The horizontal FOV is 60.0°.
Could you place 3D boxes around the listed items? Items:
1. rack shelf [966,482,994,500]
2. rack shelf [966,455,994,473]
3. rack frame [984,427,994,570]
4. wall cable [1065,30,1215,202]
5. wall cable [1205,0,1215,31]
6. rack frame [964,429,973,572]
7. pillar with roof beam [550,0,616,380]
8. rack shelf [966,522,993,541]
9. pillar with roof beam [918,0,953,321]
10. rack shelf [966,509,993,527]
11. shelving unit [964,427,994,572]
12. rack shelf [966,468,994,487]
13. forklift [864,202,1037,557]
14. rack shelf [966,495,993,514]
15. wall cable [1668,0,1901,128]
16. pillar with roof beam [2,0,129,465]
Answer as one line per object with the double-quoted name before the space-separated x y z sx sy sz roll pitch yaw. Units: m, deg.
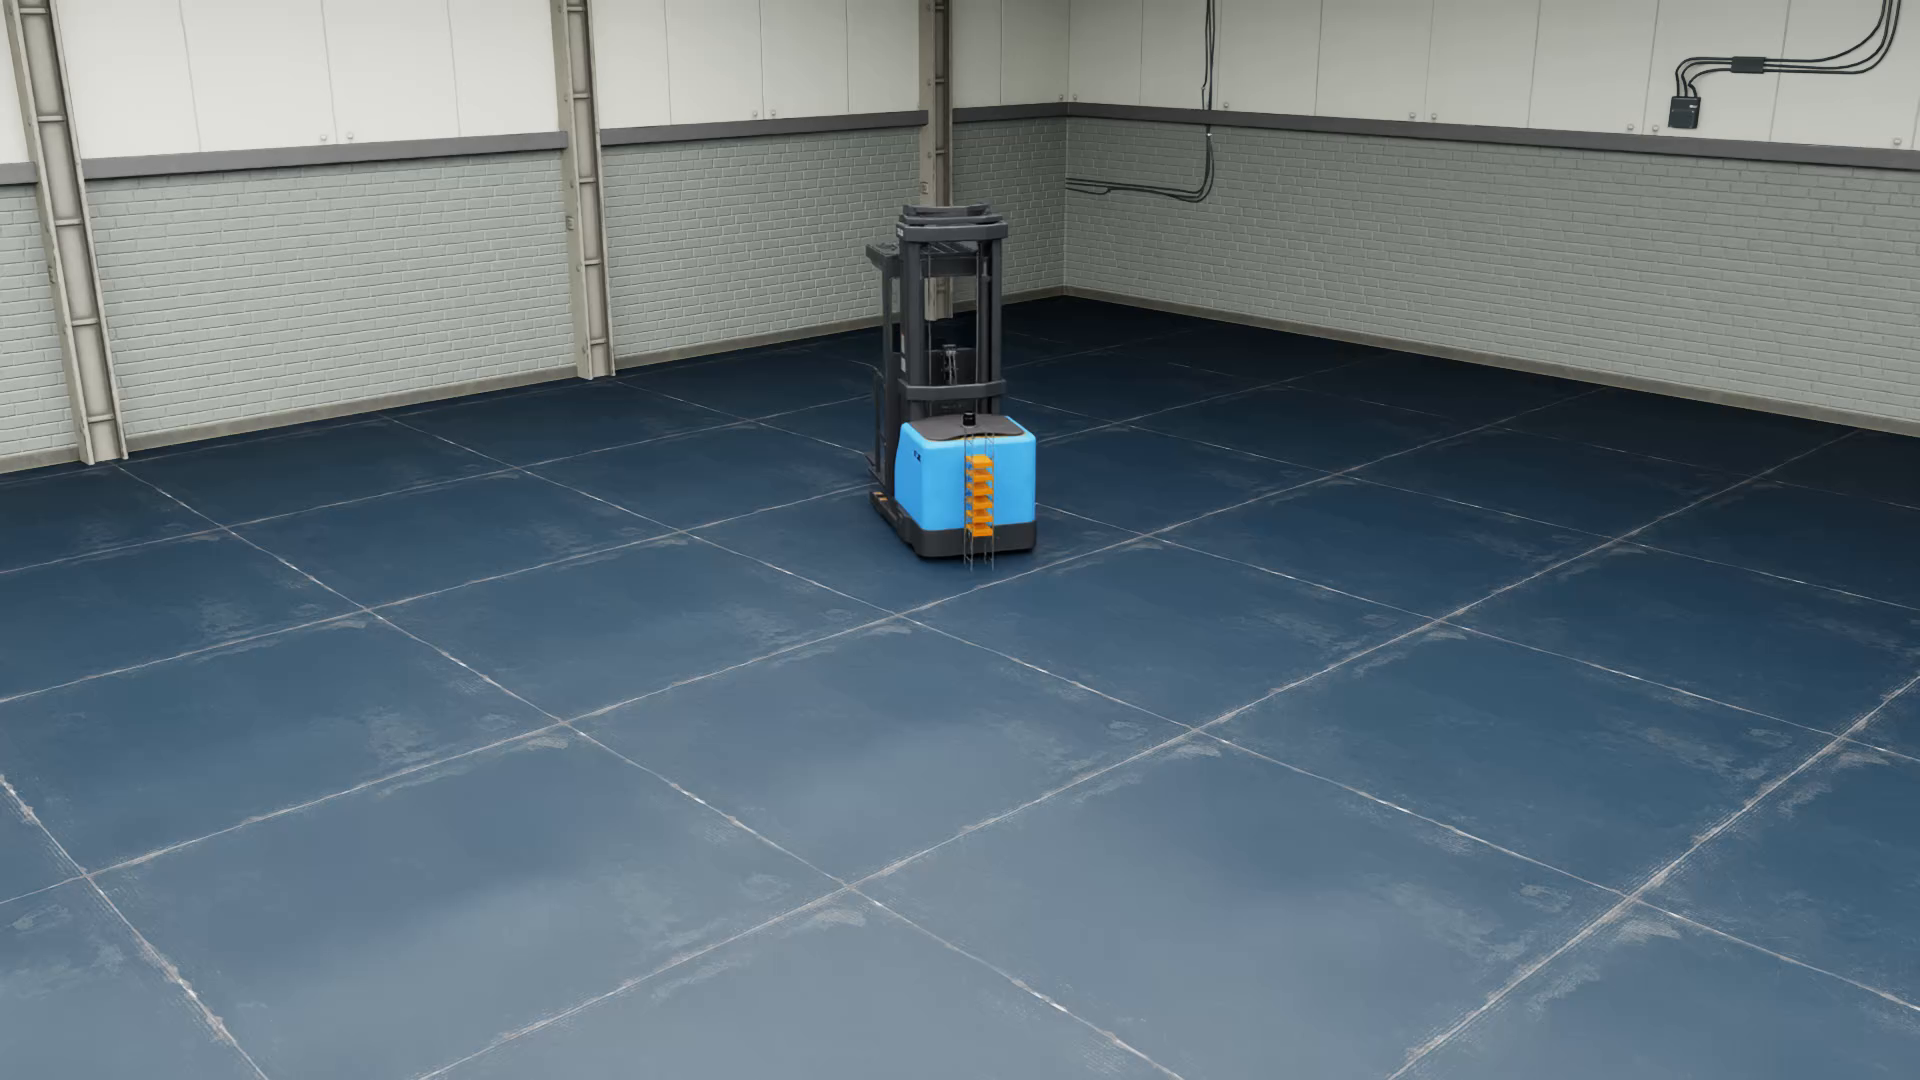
"rack shelf" 0.161 -0.411 14.060 0.180 0.103 0.258 -5 19 -15
"rack shelf" 0.161 -0.639 13.984 0.180 0.103 0.258 -5 19 -15
"rack frame" 0.249 -0.347 14.108 0.006 1.200 0.240 -5 19 -15
"wall cable" 2.693 -6.534 25.580 0.112 2.526 3.097 -16 24 -41
"wall cable" 4.552 -8.330 22.931 0.112 2.526 3.097 -16 24 -41
"rack frame" 0.073 -0.332 14.059 0.006 1.200 0.240 -5 19 -15
"pillar with roof beam" -1.758 -5.447 17.193 0.400 9.000 9.100 -16 24 -41
"rack shelf" 0.160 -0.069 14.173 0.180 0.103 0.258 -5 19 -15
"pillar with roof beam" 2.602 -6.718 21.114 0.400 9.000 9.100 -16 24 -41
"rack shelf" 0.161 -0.183 14.135 0.180 0.103 0.258 -5 19 -15
"shelving unit" 0.161 -0.339 14.084 0.189 1.200 0.258 -5 19 -15
"rack shelf" 0.161 -0.525 14.022 0.180 0.103 0.258 -5 19 -15
"forklift" -0.229 -1.662 15.358 1.130 2.935 3.031 -5 19 -15
"rack shelf" 0.161 -0.297 14.097 0.180 0.103 0.258 -5 19 -15
"wall cable" 9.204 -7.498 18.005 0.169 6.003 2.305 -16 24 -41
"pillar with roof beam" -6.117 -4.175 13.272 0.400 9.000 9.100 -16 24 -41
